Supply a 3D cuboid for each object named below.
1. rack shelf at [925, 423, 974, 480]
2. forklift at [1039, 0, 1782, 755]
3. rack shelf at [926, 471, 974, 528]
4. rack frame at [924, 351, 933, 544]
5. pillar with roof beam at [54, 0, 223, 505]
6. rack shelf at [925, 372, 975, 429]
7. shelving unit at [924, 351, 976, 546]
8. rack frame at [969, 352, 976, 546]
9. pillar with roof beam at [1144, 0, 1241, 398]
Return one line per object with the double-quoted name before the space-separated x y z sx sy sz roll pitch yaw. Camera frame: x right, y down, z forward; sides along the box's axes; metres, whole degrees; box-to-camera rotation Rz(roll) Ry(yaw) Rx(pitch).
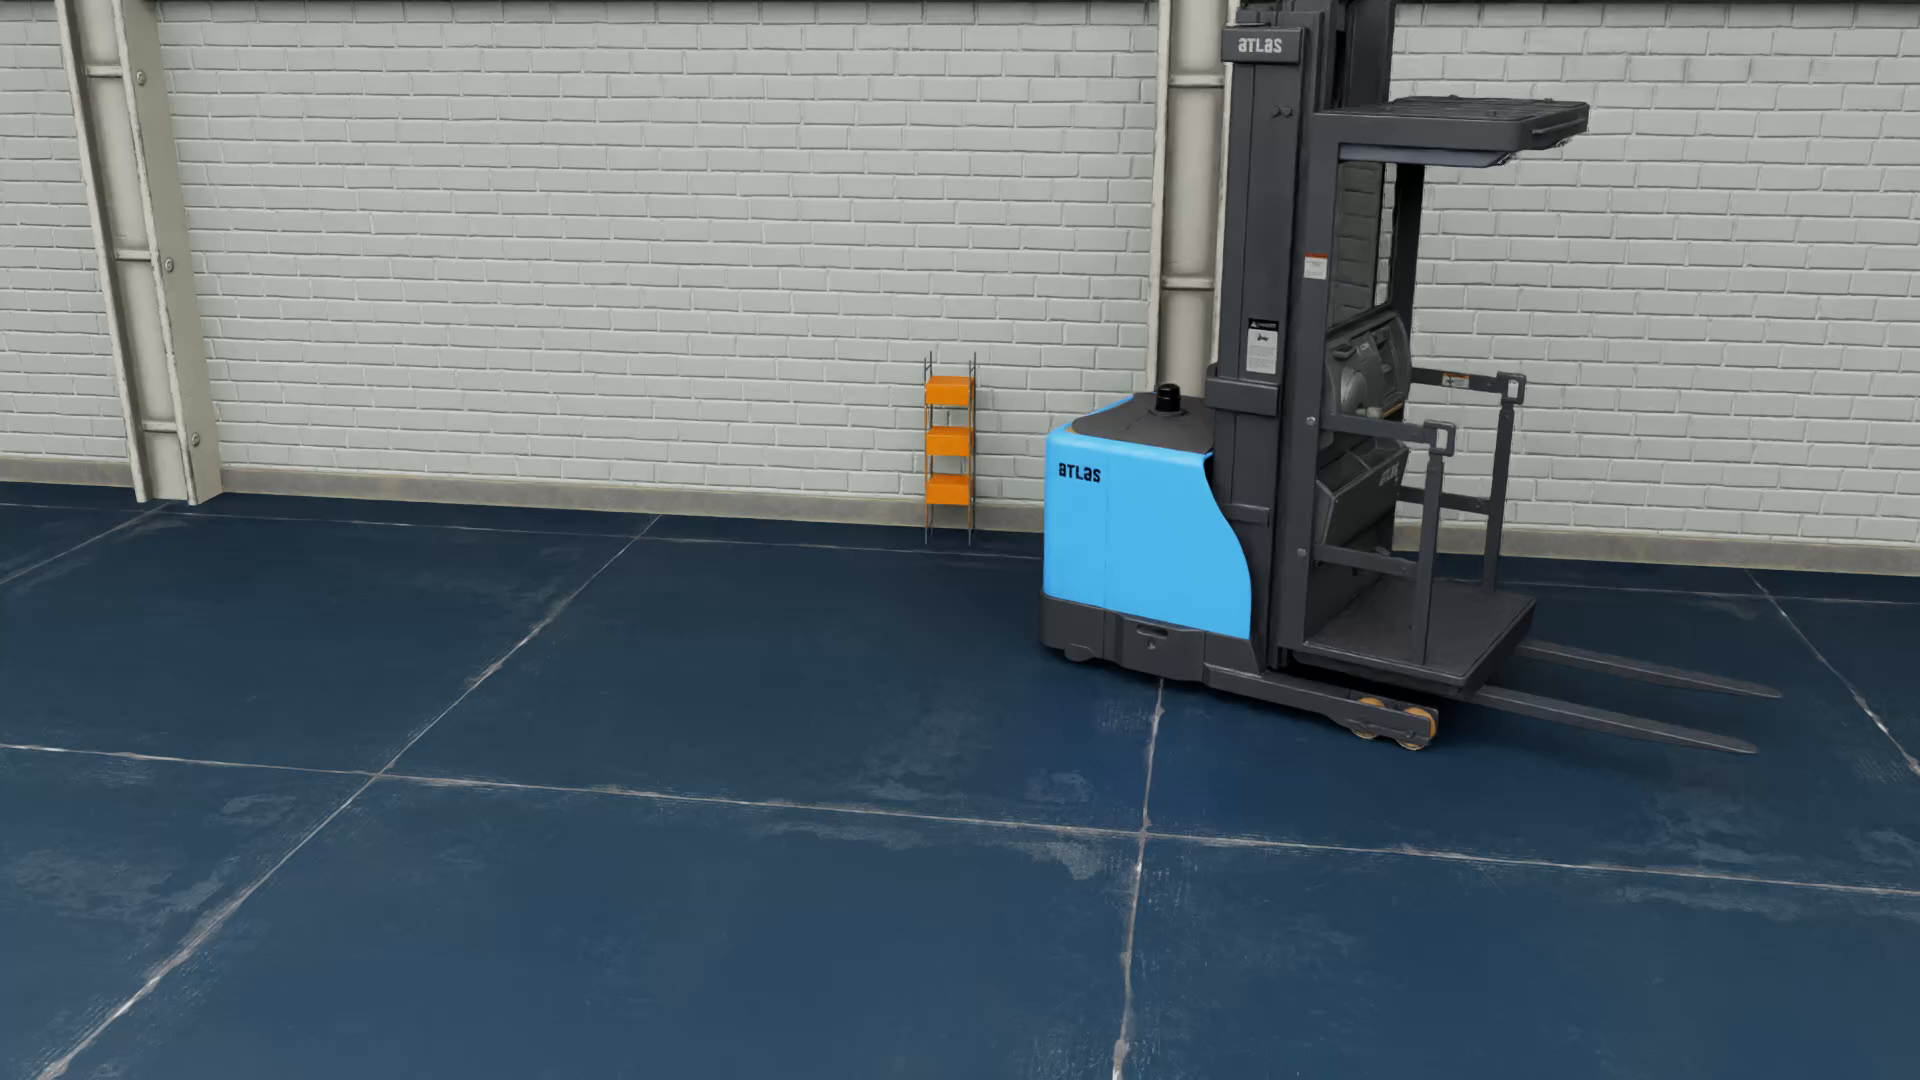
"rack shelf" -0.053 -0.491 9.148 0.240 0.259 0.215 3 19 9
"forklift" 1.882 -0.729 6.864 3.031 2.935 1.130 12 22 31
"rack shelf" -0.053 -0.227 9.236 0.240 0.259 0.215 3 19 9
"rack frame" -0.173 -0.507 9.163 0.008 1.050 0.200 3 19 9
"pillar with roof beam" -5.410 -3.185 4.639 0.400 9.000 9.100 3 19 9
"rack shelf" -0.053 -0.760 9.058 0.240 0.259 0.215 3 19 9
"shelving unit" -0.053 -0.501 9.145 0.252 1.050 0.215 3 19 9
"rack frame" 0.068 -0.494 9.126 0.008 1.050 0.200 3 19 9
"pillar with roof beam" 0.514 -2.883 3.737 0.400 9.000 9.100 3 19 9
